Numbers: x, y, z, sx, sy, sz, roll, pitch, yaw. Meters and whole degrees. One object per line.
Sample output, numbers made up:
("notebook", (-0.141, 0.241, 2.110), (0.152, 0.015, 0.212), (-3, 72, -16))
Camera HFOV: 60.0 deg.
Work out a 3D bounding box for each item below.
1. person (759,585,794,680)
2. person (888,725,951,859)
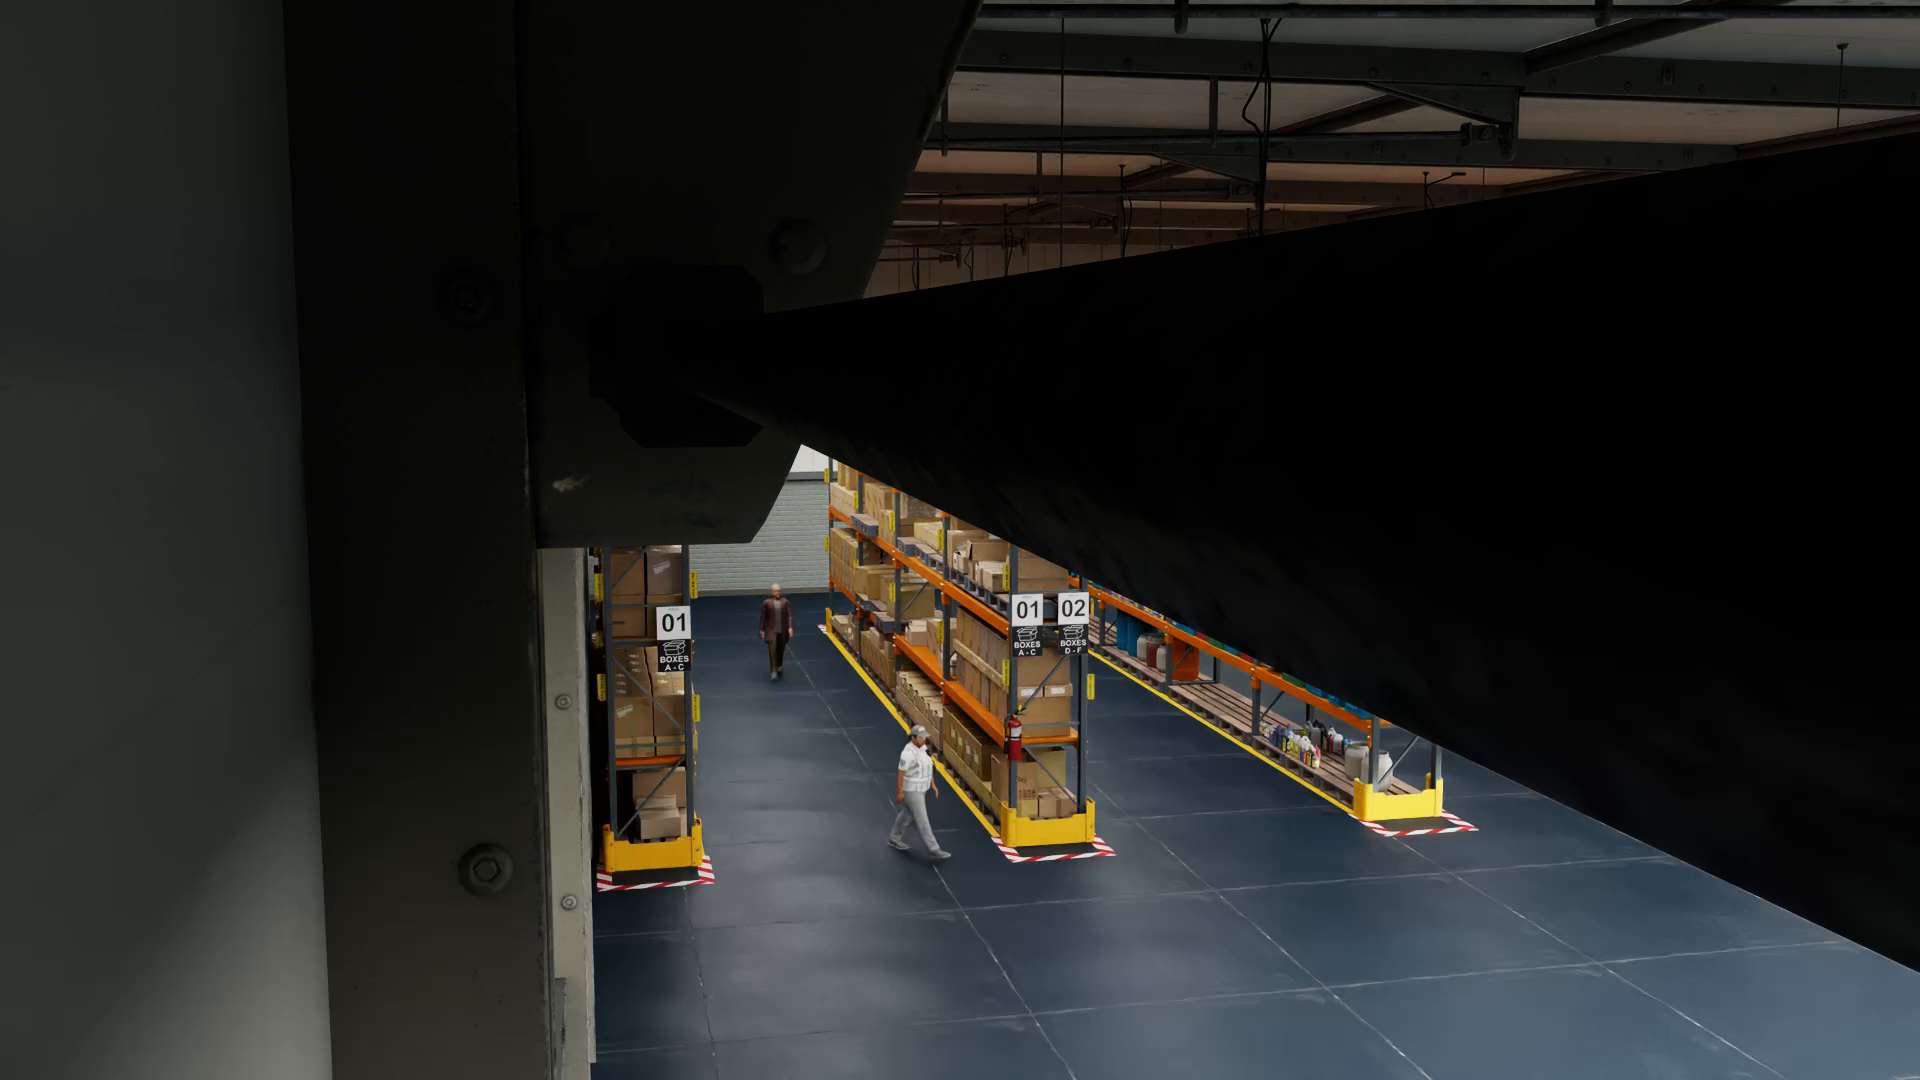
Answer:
("person", (-3.457, 1.816, 31.481), (0.635, 1.512, 1.112), (-2, 7, -17))
("person", (-0.483, 3.080, 20.502), (0.988, 1.607, 0.536), (3, 7, 23))
